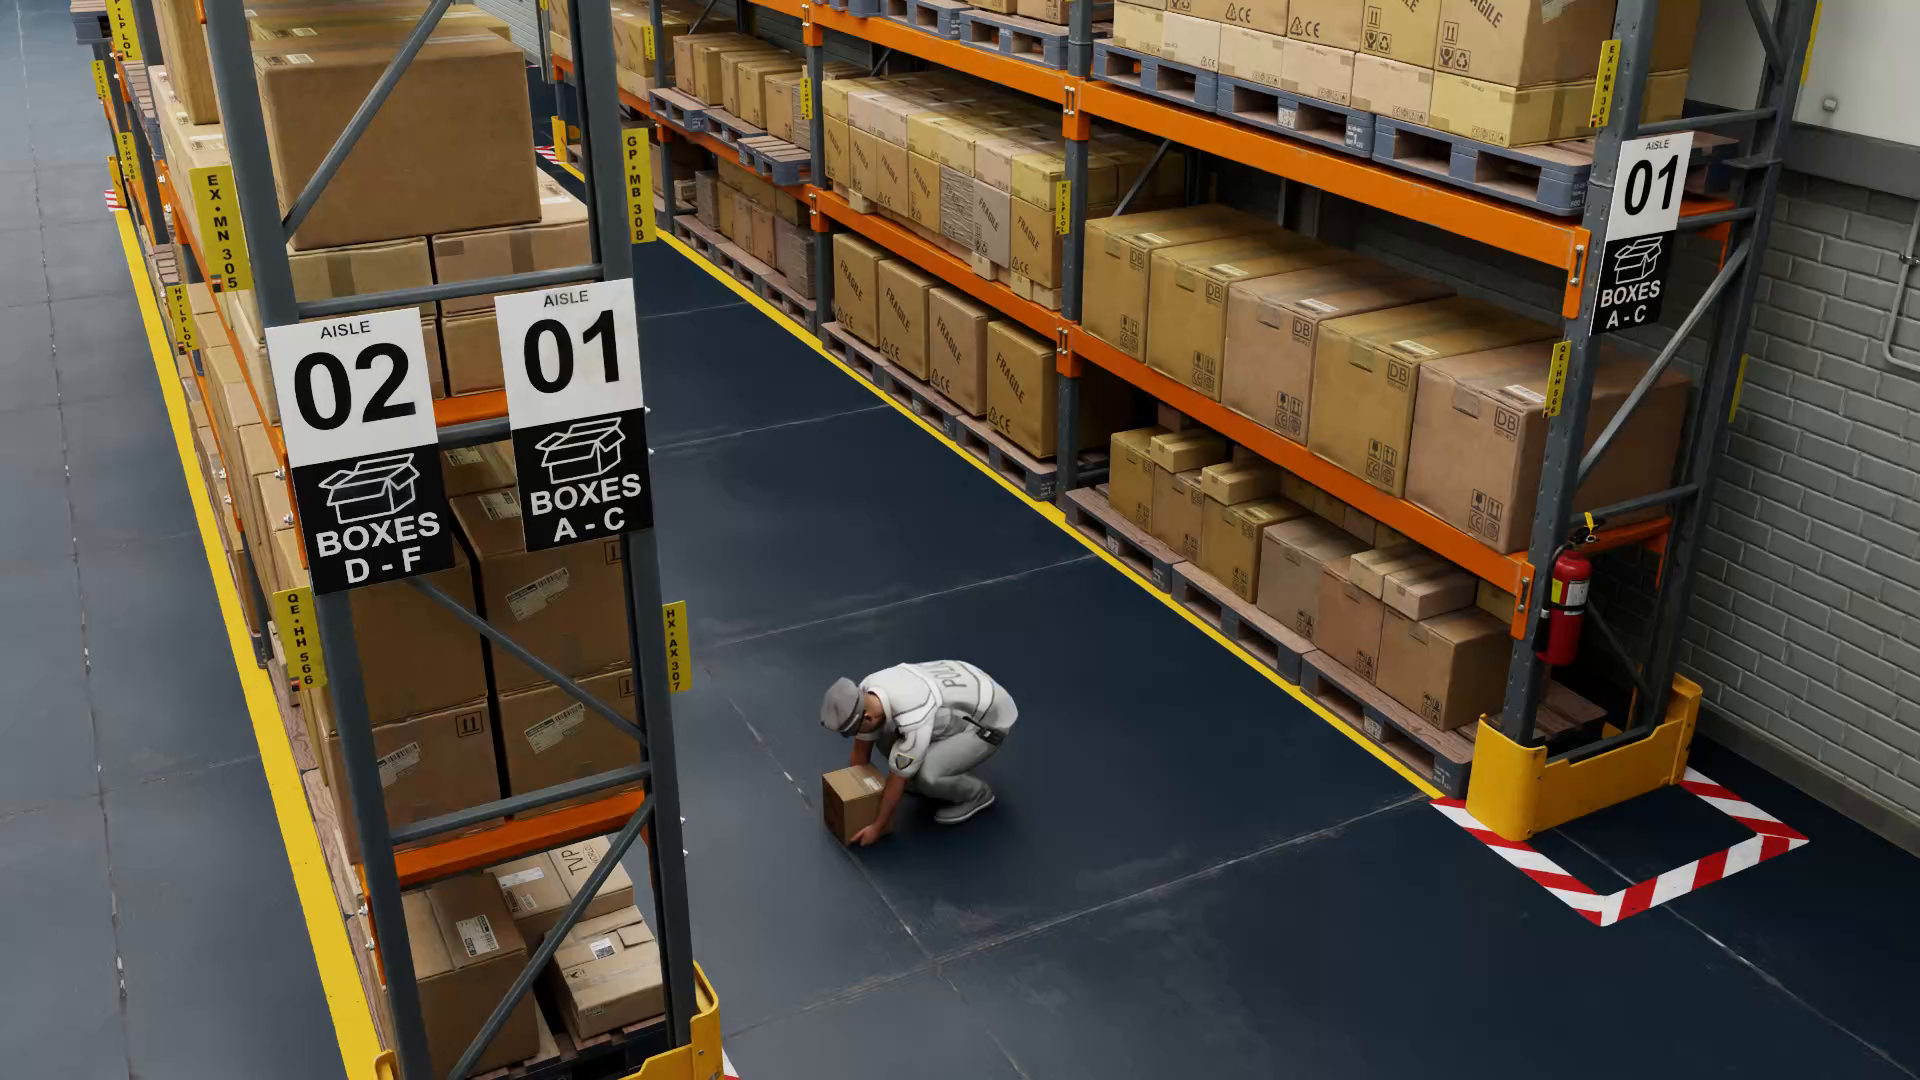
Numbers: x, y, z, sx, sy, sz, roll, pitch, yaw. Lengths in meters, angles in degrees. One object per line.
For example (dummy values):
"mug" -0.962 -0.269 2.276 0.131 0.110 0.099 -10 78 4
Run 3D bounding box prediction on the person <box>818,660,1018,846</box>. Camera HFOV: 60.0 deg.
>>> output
"person" -0.207 0.949 7.781 0.994 0.894 0.540 -13 28 -26
